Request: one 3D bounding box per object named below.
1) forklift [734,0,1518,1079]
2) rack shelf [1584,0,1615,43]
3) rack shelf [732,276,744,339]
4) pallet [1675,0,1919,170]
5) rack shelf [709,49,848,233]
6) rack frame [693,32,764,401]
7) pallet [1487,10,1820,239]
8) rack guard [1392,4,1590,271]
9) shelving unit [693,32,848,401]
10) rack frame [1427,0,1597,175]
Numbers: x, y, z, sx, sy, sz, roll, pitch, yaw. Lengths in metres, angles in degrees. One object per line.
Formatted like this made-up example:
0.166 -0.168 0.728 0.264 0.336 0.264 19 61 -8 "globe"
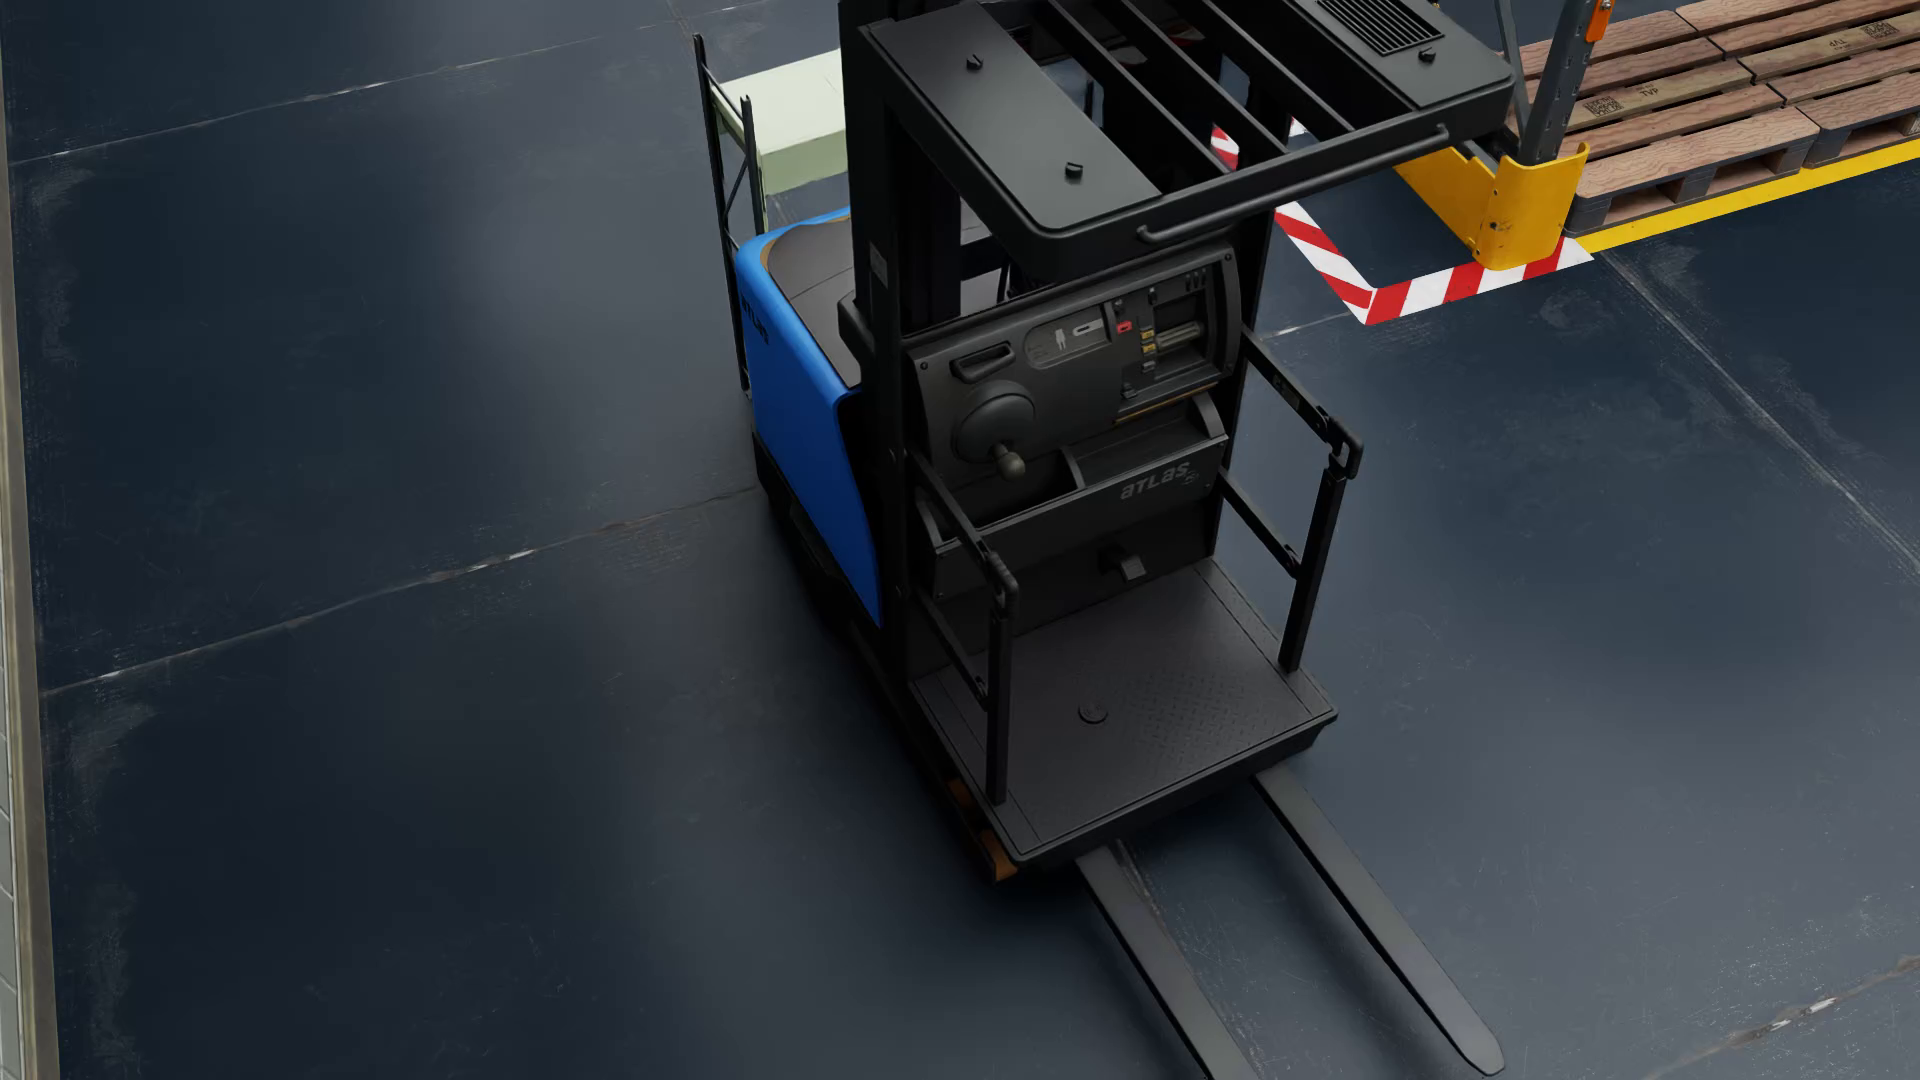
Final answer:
0.415 -0.351 4.120 1.130 2.935 3.031 -22 53 -18 "forklift"
3.929 -2.857 6.701 4.000 0.370 1.077 -17 52 -14 "rack shelf"
-0.395 -0.853 5.924 0.720 0.370 0.431 -22 53 -18 "rack shelf"
3.983 -2.166 7.471 1.213 0.211 1.003 -17 52 -14 "pallet"
-0.395 -1.320 5.381 0.720 0.370 0.431 -22 53 -18 "rack shelf"
-0.718 -0.935 5.564 0.023 1.500 0.400 -22 53 -18 "rack frame"
2.856 -1.819 7.173 1.213 0.211 1.003 -17 52 -14 "pallet"
2.060 -1.687 6.870 0.348 0.500 1.175 -17 52 -14 "rack guard"
-0.395 -1.066 5.677 0.755 1.500 0.431 -22 53 -18 "shelving unit"
2.078 -2.518 5.935 0.127 3.000 1.000 -17 52 -14 "rack frame"
